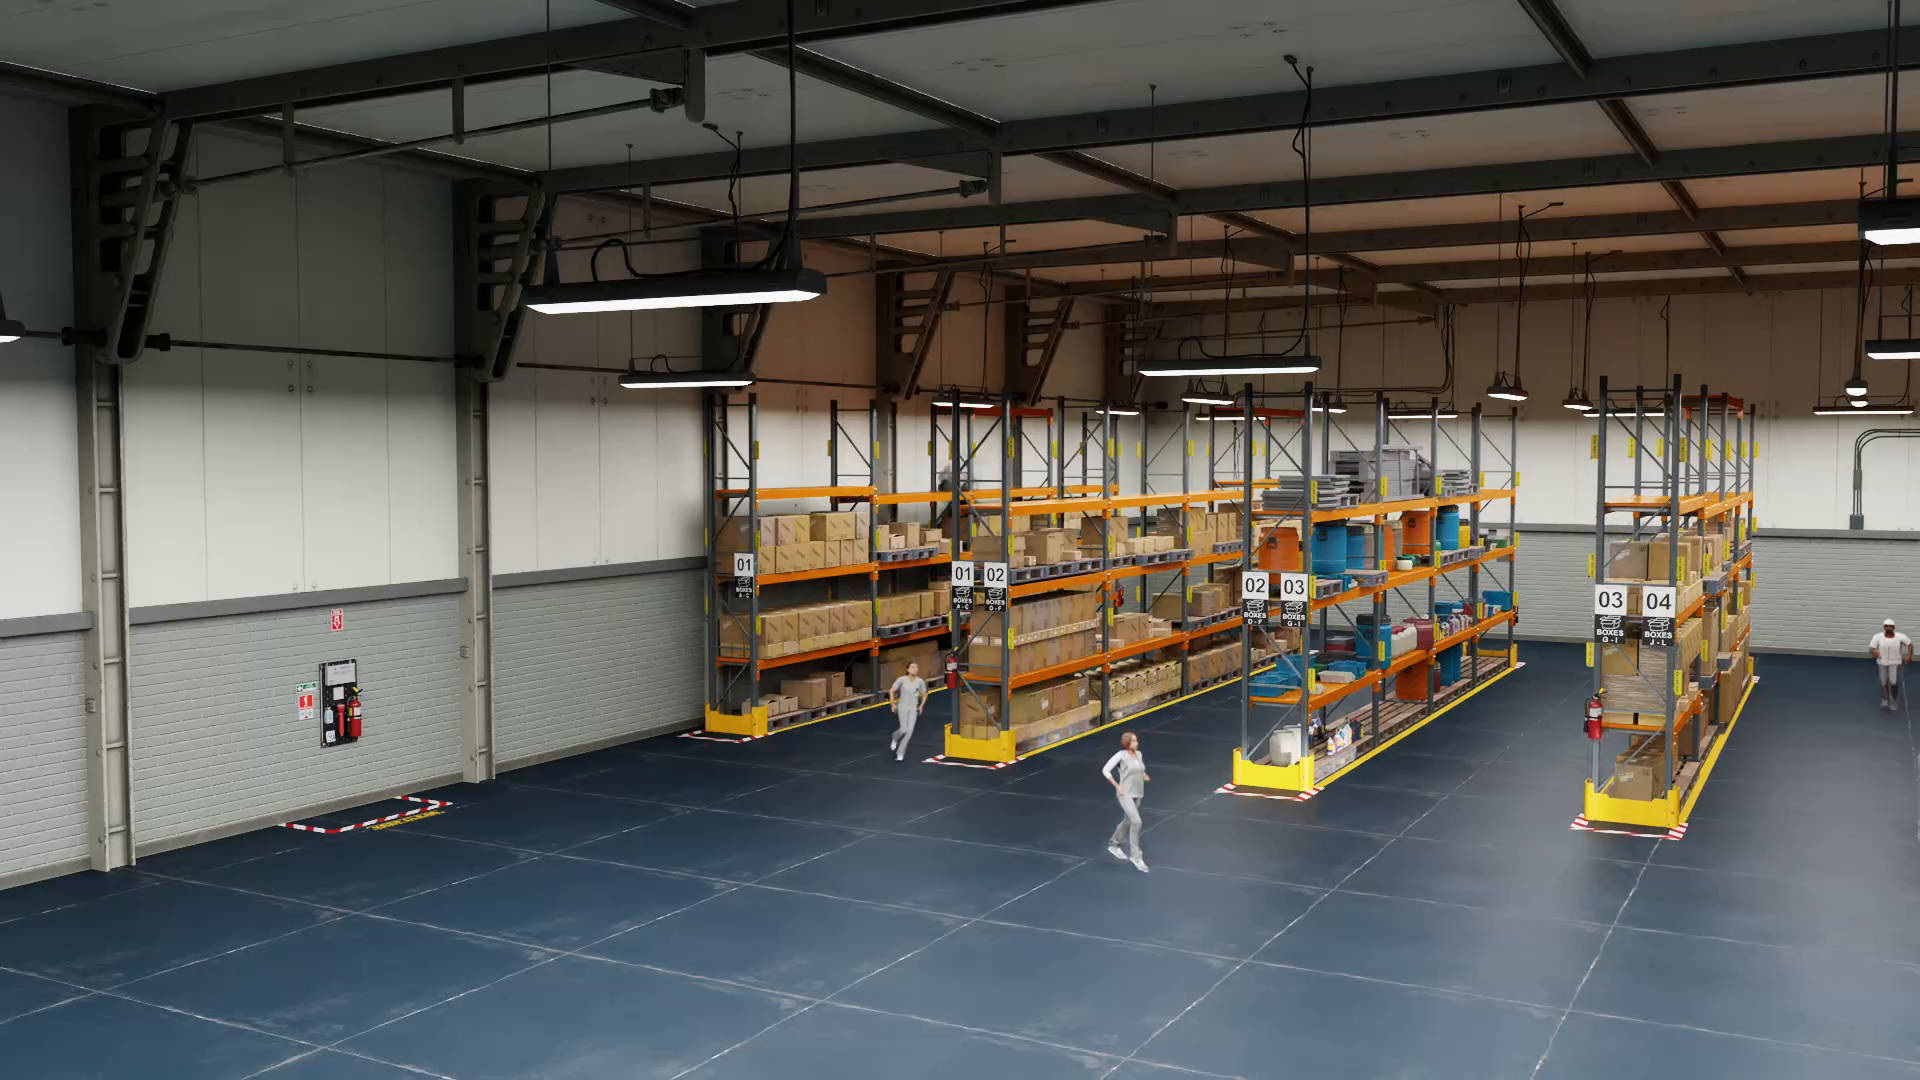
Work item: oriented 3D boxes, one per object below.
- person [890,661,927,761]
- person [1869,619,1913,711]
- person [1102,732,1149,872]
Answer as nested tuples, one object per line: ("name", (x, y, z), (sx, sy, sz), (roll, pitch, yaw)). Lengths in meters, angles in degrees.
("person", (-0.816, 2.747, 26.916), (0.608, 1.589, 0.544), (-1, 3, -16))
("person", (17.869, 2.412, 31.960), (0.724, 1.788, 0.695), (2, 4, 34))
("person", (2.019, 3.112, 19.984), (0.521, 1.636, 0.675), (-3, 4, -44))
